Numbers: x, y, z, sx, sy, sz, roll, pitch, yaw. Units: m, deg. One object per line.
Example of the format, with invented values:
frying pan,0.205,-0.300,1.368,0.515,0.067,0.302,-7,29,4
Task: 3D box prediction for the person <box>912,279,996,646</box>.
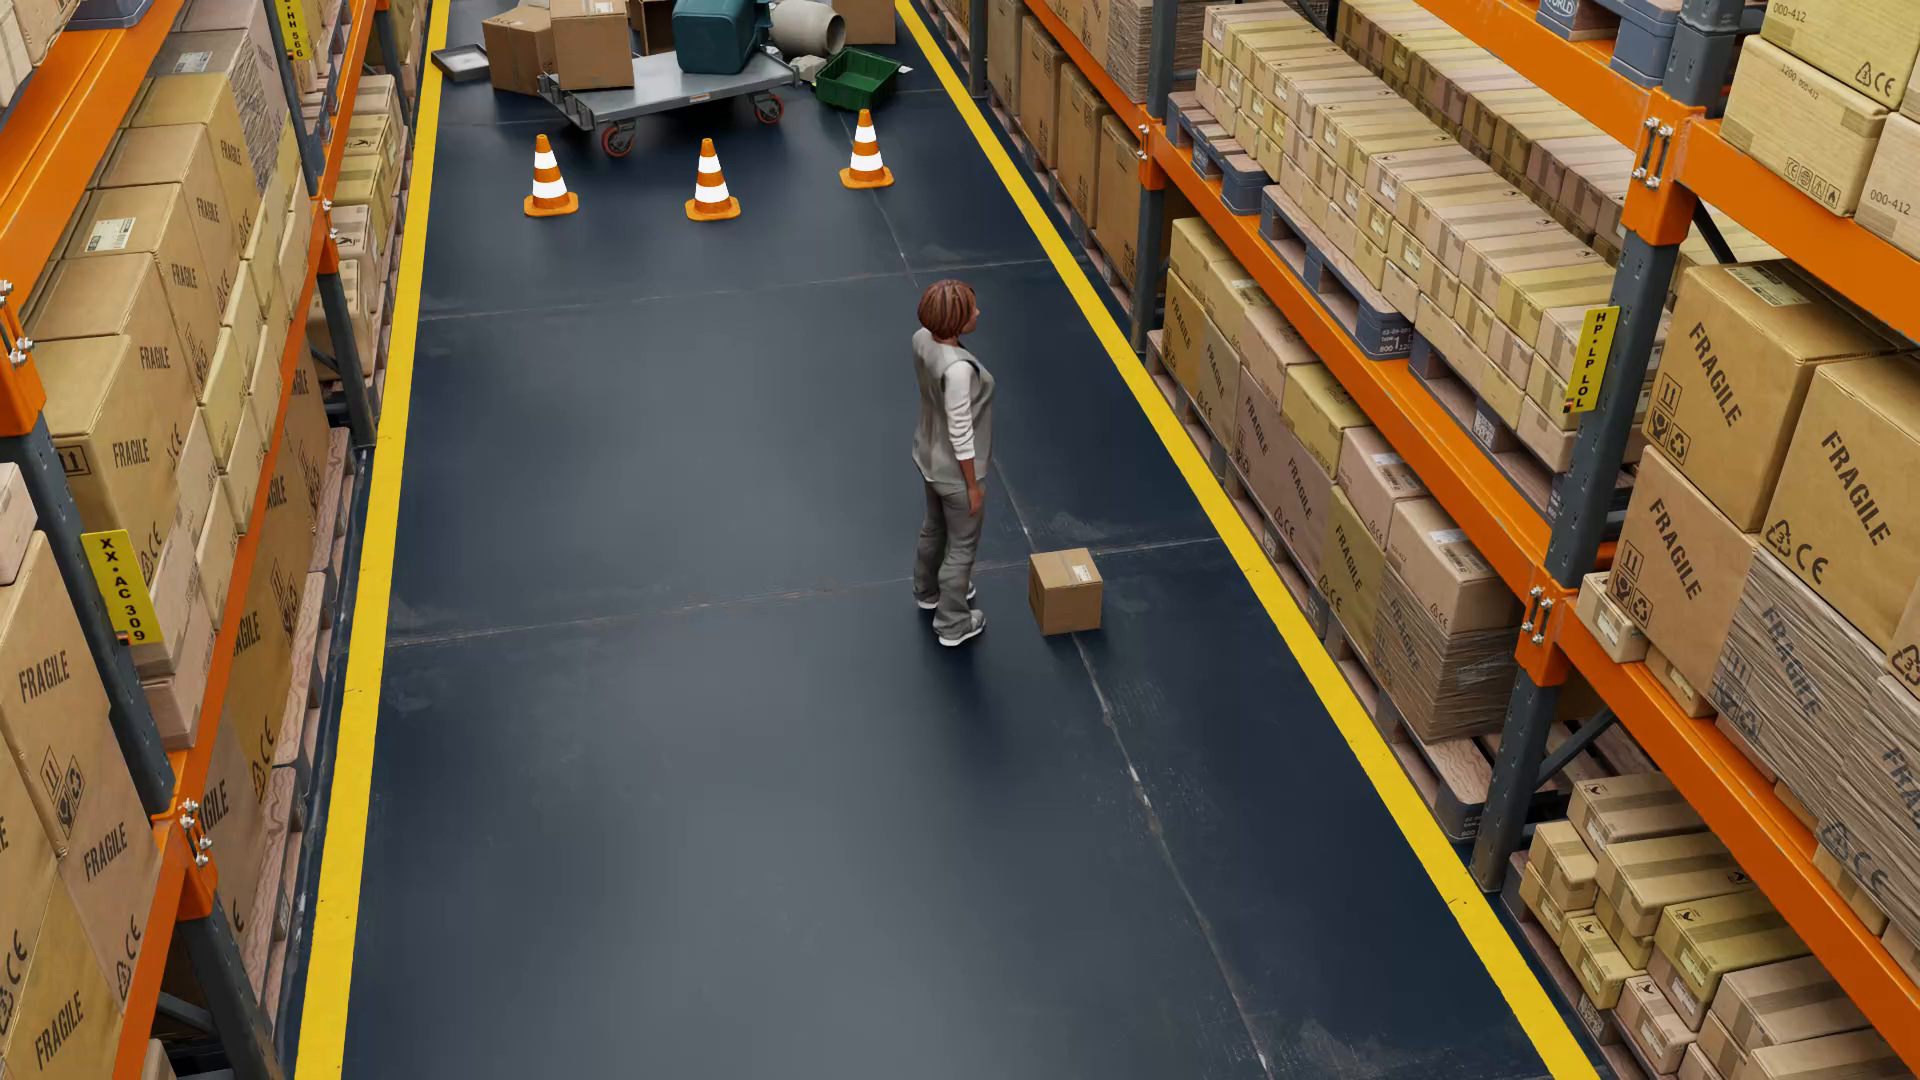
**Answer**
person,-0.017,-0.297,6.555,0.328,1.612,0.454,-13,37,-18
